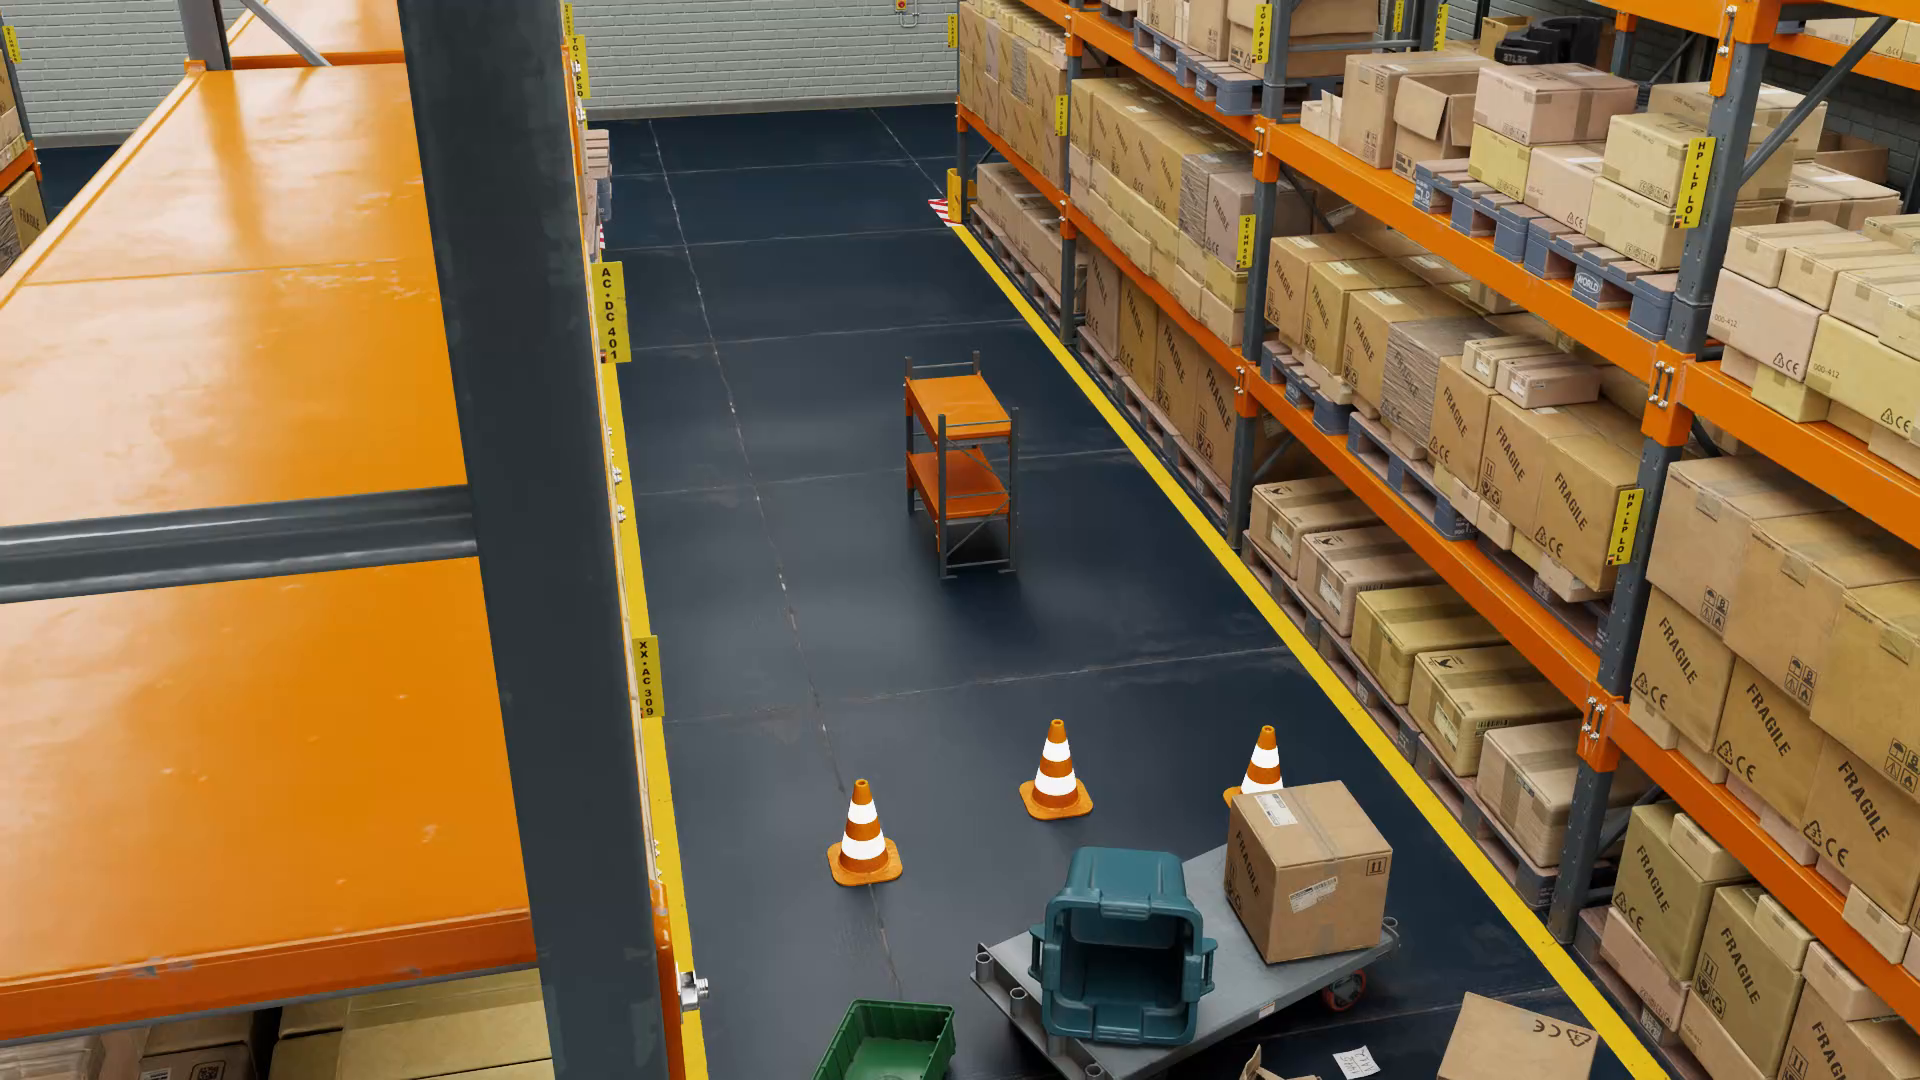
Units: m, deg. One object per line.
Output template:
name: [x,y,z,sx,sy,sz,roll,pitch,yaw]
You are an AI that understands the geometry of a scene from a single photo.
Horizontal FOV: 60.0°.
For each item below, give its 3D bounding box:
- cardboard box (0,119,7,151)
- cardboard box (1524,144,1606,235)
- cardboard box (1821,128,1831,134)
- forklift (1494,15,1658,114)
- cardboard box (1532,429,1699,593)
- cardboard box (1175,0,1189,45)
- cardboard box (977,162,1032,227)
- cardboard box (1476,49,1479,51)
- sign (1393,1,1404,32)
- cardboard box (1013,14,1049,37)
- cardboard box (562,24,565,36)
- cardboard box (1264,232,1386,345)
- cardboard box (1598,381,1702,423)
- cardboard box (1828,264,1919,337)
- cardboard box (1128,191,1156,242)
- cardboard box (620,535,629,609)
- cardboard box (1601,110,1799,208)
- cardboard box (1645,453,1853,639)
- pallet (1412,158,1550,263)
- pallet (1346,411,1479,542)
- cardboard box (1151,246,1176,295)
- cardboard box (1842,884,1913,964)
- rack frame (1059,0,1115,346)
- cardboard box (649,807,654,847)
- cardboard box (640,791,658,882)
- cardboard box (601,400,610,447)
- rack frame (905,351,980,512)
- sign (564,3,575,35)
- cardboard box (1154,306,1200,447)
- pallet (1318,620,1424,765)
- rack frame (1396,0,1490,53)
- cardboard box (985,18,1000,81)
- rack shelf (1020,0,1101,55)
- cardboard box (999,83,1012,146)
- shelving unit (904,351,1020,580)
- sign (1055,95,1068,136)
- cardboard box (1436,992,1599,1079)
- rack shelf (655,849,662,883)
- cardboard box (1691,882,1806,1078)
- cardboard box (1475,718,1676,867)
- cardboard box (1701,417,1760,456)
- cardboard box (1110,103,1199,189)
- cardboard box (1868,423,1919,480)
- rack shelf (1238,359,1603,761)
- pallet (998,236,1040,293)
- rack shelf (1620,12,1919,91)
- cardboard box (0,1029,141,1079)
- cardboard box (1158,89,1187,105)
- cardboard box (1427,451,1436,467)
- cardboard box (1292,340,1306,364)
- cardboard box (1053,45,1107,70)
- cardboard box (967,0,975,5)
cardboard box: [-8.707,-3.509,14.556,0.500,0.250,0.500,-6,27,-12]
cardboard box: [2.790,-1.514,7.138,0.500,0.250,0.500,-6,27,-11]
cardboard box: [6.388,-3.033,13.199,0.700,0.500,0.500,-6,27,-12]
forklift: [4.681,-2.275,12.352,3.031,2.935,1.130,23,35,38]
cardboard box: [2.844,-0.134,7.127,0.500,0.500,0.500,-6,27,-13]
cardboard box: [1.619,-3.382,10.821,0.396,0.266,0.258,-7,28,-13]
cardboard box: [0.713,-3.622,17.321,0.875,0.438,0.875,-7,28,-13]
cardboard box: [5.779,-5.028,17.566,0.500,0.250,0.500,-6,27,-11]
sign: [4.774,-5.695,18.090,0.100,0.325,0.005,-6,27,-12]
cardboard box: [0.693,-4.659,15.059,0.380,0.149,0.250,-6,27,-12]
cardboard box: [-2.519,-2.679,9.636,0.500,0.500,0.500,-6,27,-12]
cardboard box: [2.146,-1.490,9.812,0.500,0.500,0.500,-7,28,-13]
cardboard box: [3.232,-0.410,7.672,0.500,0.500,0.500,-6,27,-11]
cardboard box: [3.062,-0.773,5.365,0.380,0.149,0.250,-7,28,-13]
cardboard box: [1.542,-2.364,12.063,0.500,0.250,0.500,-7,28,-13]
cardboard box: [-1.709,0.213,7.235,0.500,0.500,0.500,-6,27,-12]
cardboard box: [2.917,-1.514,6.584,0.500,0.250,0.500,-5,27,-10]
cardboard box: [3.059,0.001,6.214,0.700,0.500,0.500,-6,27,-12]
pallet: [2.899,-1.582,7.781,1.213,0.211,1.003,-6,27,-12]
pallet: [2.756,-0.395,8.764,1.003,0.211,1.213,-6,27,-12]
cardboard box: [1.675,-1.920,11.738,0.500,0.250,0.500,-6,27,-12]
cardboard box: [3.209,1.256,5.559,0.380,0.149,0.250,-6,27,-11]
rack frame: [1.369,-3.102,13.913,1.000,3.000,0.127,-6,27,-12]
cardboard box: [-0.776,0.517,3.116,0.380,0.149,0.250,-6,27,-12]
cardboard box: [-0.606,0.497,2.271,0.380,0.149,0.250,-6,27,-12]
cardboard box: [-0.952,-0.176,3.603,0.380,0.149,0.250,-6,27,-12]
rack frame: [-0.116,-0.728,11.291,0.500,1.125,0.032,-6,27,-12]
sign: [-3.788,-5.017,16.071,0.100,0.325,0.005,-6,27,-12]
cardboard box: [1.998,-1.289,12.212,0.875,0.875,0.875,-6,27,-11]
pallet: [2.716,0.777,9.324,1.003,0.211,1.213,-6,27,-12]
rack frame: [5.302,-5.364,18.394,1.000,3.000,0.127,-6,27,-12]
cardboard box: [0.545,-4.658,15.776,0.500,0.500,0.500,-6,27,-12]
rack shelf: [0.918,-4.998,15.139,1.077,0.370,4.000,-6,27,-12]
cardboard box: [0.663,-4.000,15.582,0.500,0.500,0.500,-5,27,-10]
shelving unit: [-0.002,-0.505,10.849,0.538,1.125,1.048,-6,27,-12]
sign: [0.828,-3.467,13.587,0.100,0.325,0.005,-6,27,-12]
cardboard box: [2.087,2.133,6.312,0.500,0.500,0.500,13,30,24]
rack shelf: [-1.178,2.156,4.294,1.077,0.370,4.000,-6,27,-12]
cardboard box: [3.173,1.636,6.280,0.500,0.500,0.500,-5,27,-10]
cardboard box: [3.051,1.166,7.908,0.950,0.372,0.625,-6,27,-11]
cardboard box: [3.410,-0.487,7.105,0.380,0.149,0.250,-6,27,-12]
cardboard box: [1.440,-2.930,12.351,0.500,0.500,0.500,-7,28,-13]
cardboard box: [3.188,-0.323,5.357,0.380,0.149,0.250,-5,27,-10]
rack shelf: [2.721,-0.147,8.857,1.077,0.370,4.000,-6,27,-12]
pallet: [0.995,-2.736,16.282,1.003,0.211,1.213,-6,27,-12]
rack shelf: [6.654,-3.748,12.662,1.077,0.370,4.000,-6,27,-12]
cardboard box: [-1.188,0.675,1.918,0.380,0.149,0.250,-6,27,-11]
cardboard box: [1.838,-3.196,12.879,0.500,0.500,0.500,-5,27,-11]
cardboard box: [2.611,-0.439,8.449,0.380,0.149,0.250,-7,28,-13]
cardboard box: [2.193,-1.132,9.824,0.380,0.149,0.250,-8,28,-15]
cardboard box: [0.989,-3.985,13.723,0.380,0.149,0.250,-7,28,-13]
cardboard box: [0.277,-5.455,16.634,0.380,0.149,0.250,-5,27,-11]
